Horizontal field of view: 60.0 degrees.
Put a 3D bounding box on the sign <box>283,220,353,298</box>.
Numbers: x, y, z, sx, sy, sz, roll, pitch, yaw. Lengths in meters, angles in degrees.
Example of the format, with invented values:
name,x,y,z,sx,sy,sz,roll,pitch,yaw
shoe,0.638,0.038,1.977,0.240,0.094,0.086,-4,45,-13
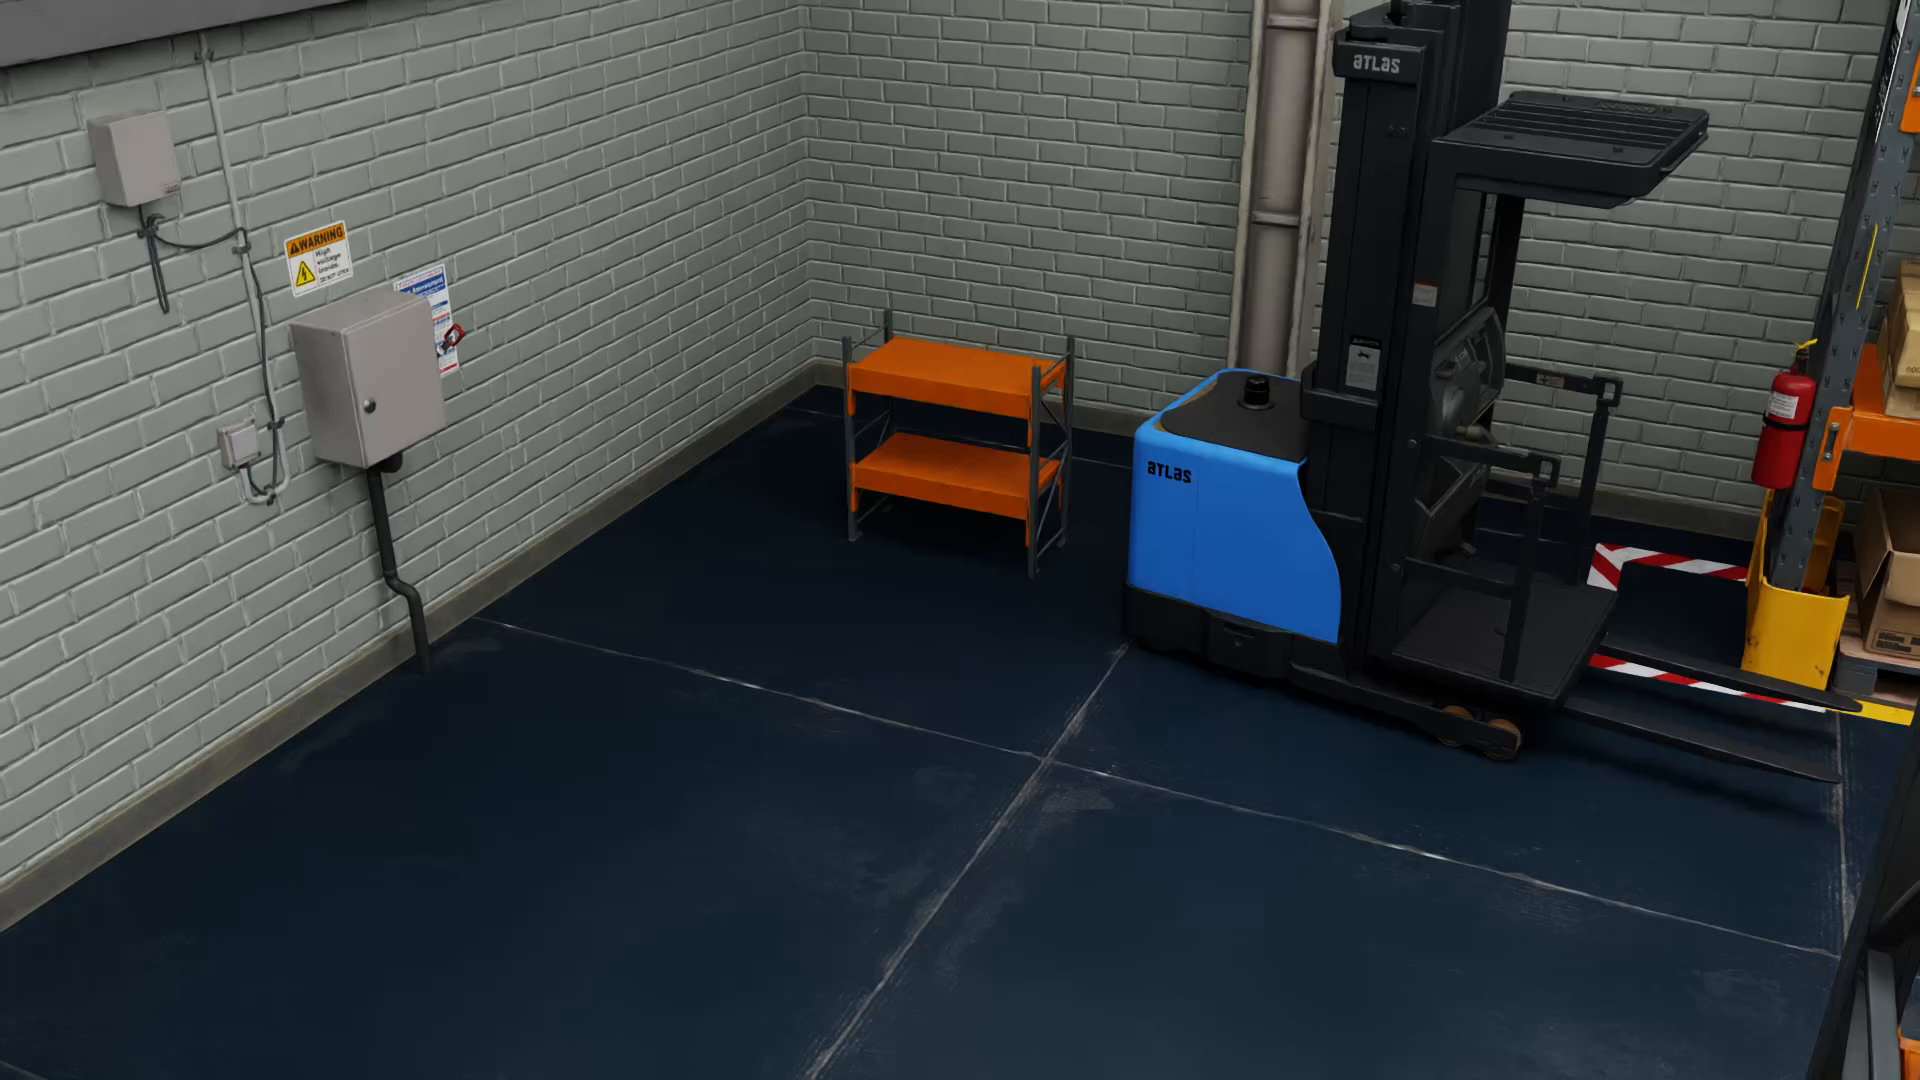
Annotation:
name,x,y,z,sx,sy,sz,roll,pitch,yaw
sign,-2.596,-1.141,6.737,0.001,0.242,0.339,11,28,22

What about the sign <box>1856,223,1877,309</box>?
name,x,y,z,sx,sy,sz,roll,pitch,yaw
sign,3.583,-1.082,6.572,0.005,0.325,0.100,11,28,22

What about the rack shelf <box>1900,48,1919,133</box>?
name,x,y,z,sx,sy,sz,roll,pitch,yaw
rack shelf,5.628,-1.570,5.961,4.000,0.370,1.077,11,28,22

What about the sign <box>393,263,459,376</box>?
name,x,y,z,sx,sy,sz,roll,pitch,yaw
sign,-2.368,-0.949,7.389,0.001,0.494,0.329,11,28,22

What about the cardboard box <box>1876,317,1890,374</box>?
name,x,y,z,sx,sy,sz,roll,pitch,yaw
cardboard box,4.220,-0.847,7.359,0.250,0.149,0.380,11,28,21

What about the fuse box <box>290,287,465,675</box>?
name,x,y,z,sx,sy,sz,roll,pitch,yaw
fuse box,-2.384,-0.177,7.173,0.414,1.711,0.539,11,28,22

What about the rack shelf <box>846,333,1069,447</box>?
name,x,y,z,sx,sy,sz,roll,pitch,yaw
rack shelf,-0.006,-0.768,8.375,1.000,0.278,0.538,11,28,22

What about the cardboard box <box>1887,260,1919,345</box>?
name,x,y,z,sx,sy,sz,roll,pitch,yaw
cardboard box,4.336,-1.001,7.220,0.500,0.250,0.500,12,29,23

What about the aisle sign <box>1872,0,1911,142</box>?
name,x,y,z,sx,sy,sz,roll,pitch,yaw
aisle sign,3.624,-1.973,6.418,0.004,0.787,0.394,11,28,22

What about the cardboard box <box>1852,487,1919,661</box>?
name,x,y,z,sx,sy,sz,roll,pitch,yaw
cardboard box,4.325,0.169,7.361,0.637,0.503,0.797,10,28,20

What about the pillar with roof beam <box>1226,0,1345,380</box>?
name,x,y,z,sx,sy,sz,roll,pitch,yaw
pillar with roof beam,-0.056,-2.728,4.103,0.400,9.000,9.100,11,28,22

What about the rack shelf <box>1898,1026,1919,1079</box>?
name,x,y,z,sx,sy,sz,roll,pitch,yaw
rack shelf,3.577,1.773,2.568,4.000,0.370,1.077,11,28,22

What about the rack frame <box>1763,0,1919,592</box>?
name,x,y,z,sx,sy,sz,roll,pitch,yaw
rack frame,3.807,-0.912,7.207,0.127,3.000,1.000,11,28,22

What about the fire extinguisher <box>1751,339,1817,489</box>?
name,x,y,z,sx,sy,sz,roll,pitch,yaw
fire extinguisher,3.482,-0.551,6.984,0.183,0.674,0.296,11,28,22

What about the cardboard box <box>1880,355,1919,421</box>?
name,x,y,z,sx,sy,sz,roll,pitch,yaw
cardboard box,3.993,-0.629,6.916,0.250,0.149,0.380,11,28,21

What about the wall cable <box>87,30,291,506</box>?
name,x,y,z,sx,sy,sz,roll,pitch,yaw
wall cable,-2.810,-0.965,6.165,0.122,1.984,0.588,11,28,22

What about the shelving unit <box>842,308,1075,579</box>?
name,x,y,z,sx,sy,sz,roll,pitch,yaw
shelving unit,-0.006,-0.506,8.504,1.048,1.125,0.538,11,28,22

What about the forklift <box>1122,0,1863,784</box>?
name,x,y,z,sx,sy,sz,roll,pitch,yaw
forklift,2.273,-0.671,6.794,3.031,2.935,1.130,16,30,29

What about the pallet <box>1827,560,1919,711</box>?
name,x,y,z,sx,sy,sz,roll,pitch,yaw
pallet,4.602,0.498,7.499,1.213,0.211,1.003,11,28,22

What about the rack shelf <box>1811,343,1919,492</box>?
name,x,y,z,sx,sy,sz,roll,pitch,yaw
rack shelf,5.628,-0.224,6.623,4.000,0.370,1.077,11,28,22

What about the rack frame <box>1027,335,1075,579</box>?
name,x,y,z,sx,sy,sz,roll,pitch,yaw
rack frame,0.457,-0.413,8.315,0.032,1.125,0.500,11,28,22

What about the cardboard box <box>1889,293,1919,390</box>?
name,x,y,z,sx,sy,sz,roll,pitch,yaw
cardboard box,4.109,-0.787,6.786,0.500,0.250,0.500,12,28,22

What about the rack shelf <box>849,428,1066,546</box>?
name,x,y,z,sx,sy,sz,roll,pitch,yaw
rack shelf,-0.006,-0.287,8.612,1.000,0.278,0.538,11,28,22

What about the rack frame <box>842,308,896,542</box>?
name,x,y,z,sx,sy,sz,roll,pitch,yaw
rack frame,-0.469,-0.599,8.693,0.032,1.125,0.500,11,28,22

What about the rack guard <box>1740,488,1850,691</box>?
name,x,y,z,sx,sy,sz,roll,pitch,yaw
rack guard,3.876,0.223,7.731,0.348,0.500,1.175,11,28,22
